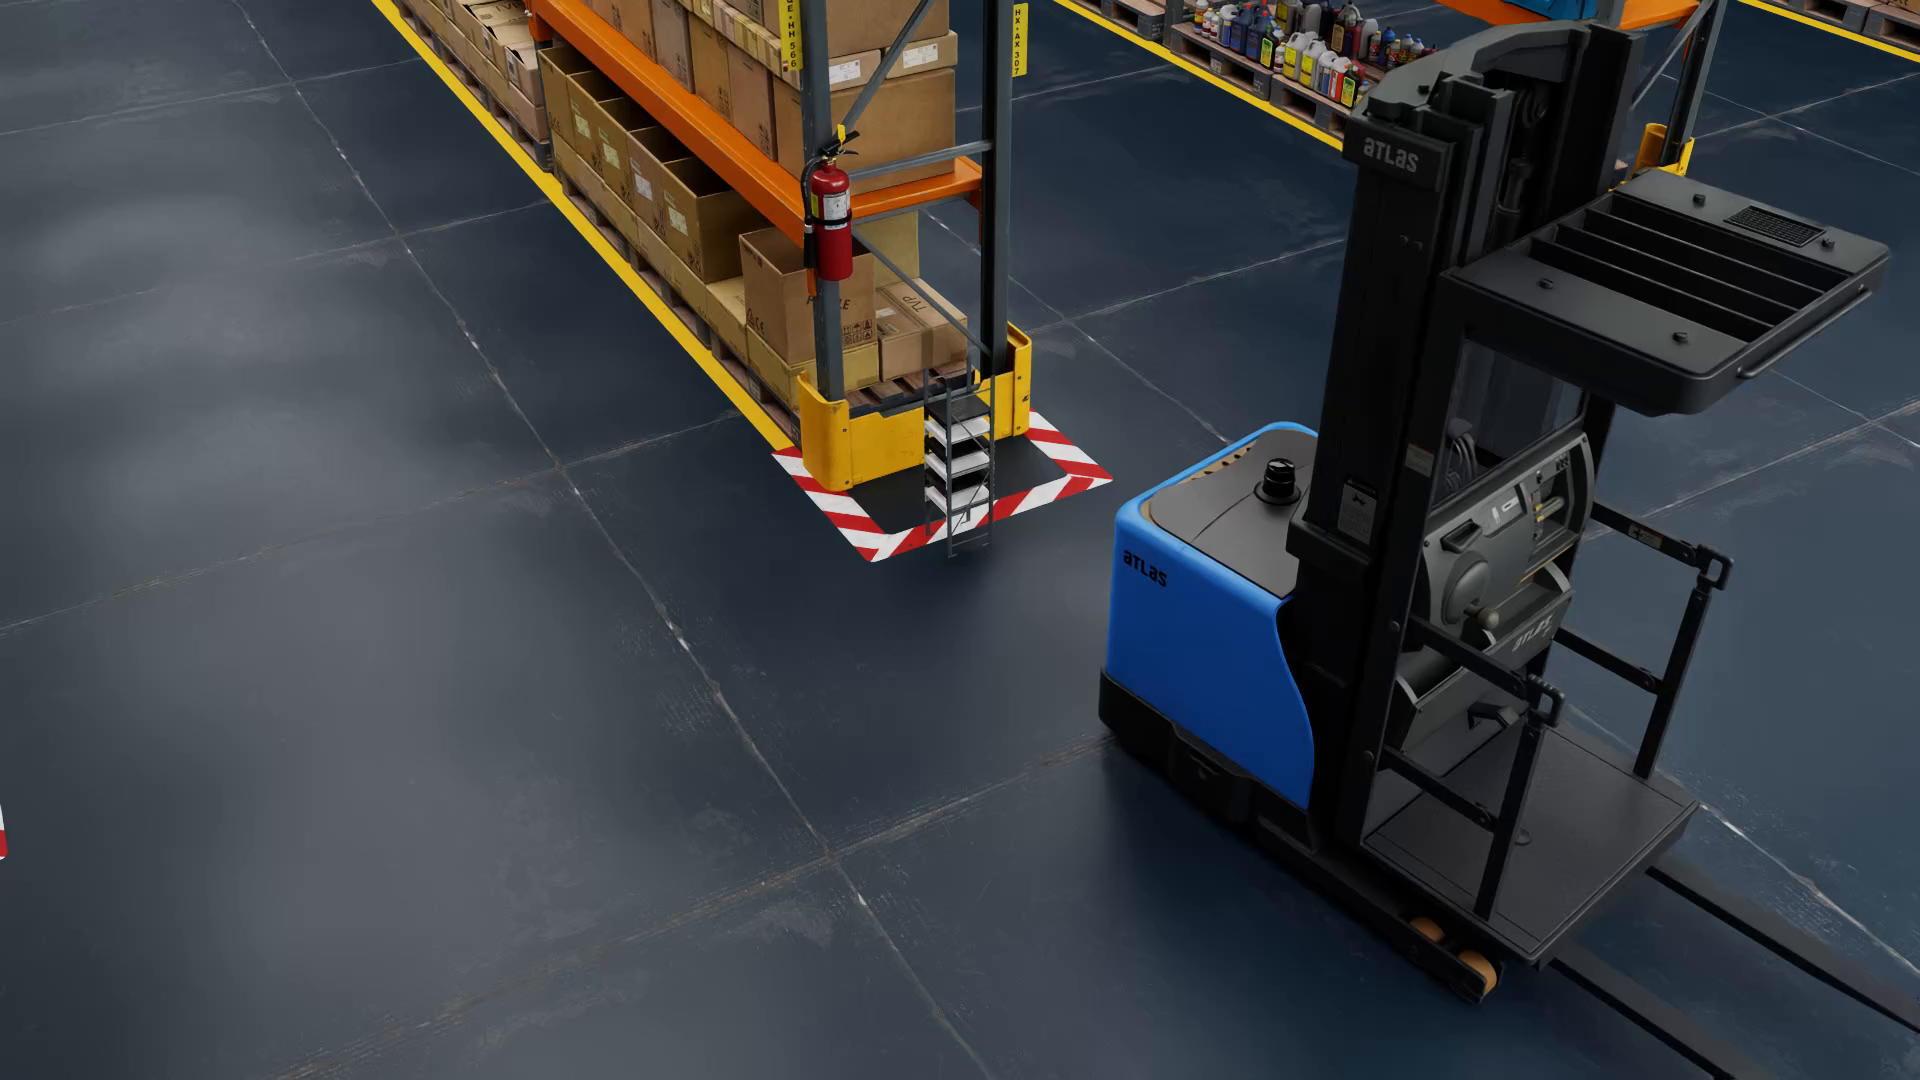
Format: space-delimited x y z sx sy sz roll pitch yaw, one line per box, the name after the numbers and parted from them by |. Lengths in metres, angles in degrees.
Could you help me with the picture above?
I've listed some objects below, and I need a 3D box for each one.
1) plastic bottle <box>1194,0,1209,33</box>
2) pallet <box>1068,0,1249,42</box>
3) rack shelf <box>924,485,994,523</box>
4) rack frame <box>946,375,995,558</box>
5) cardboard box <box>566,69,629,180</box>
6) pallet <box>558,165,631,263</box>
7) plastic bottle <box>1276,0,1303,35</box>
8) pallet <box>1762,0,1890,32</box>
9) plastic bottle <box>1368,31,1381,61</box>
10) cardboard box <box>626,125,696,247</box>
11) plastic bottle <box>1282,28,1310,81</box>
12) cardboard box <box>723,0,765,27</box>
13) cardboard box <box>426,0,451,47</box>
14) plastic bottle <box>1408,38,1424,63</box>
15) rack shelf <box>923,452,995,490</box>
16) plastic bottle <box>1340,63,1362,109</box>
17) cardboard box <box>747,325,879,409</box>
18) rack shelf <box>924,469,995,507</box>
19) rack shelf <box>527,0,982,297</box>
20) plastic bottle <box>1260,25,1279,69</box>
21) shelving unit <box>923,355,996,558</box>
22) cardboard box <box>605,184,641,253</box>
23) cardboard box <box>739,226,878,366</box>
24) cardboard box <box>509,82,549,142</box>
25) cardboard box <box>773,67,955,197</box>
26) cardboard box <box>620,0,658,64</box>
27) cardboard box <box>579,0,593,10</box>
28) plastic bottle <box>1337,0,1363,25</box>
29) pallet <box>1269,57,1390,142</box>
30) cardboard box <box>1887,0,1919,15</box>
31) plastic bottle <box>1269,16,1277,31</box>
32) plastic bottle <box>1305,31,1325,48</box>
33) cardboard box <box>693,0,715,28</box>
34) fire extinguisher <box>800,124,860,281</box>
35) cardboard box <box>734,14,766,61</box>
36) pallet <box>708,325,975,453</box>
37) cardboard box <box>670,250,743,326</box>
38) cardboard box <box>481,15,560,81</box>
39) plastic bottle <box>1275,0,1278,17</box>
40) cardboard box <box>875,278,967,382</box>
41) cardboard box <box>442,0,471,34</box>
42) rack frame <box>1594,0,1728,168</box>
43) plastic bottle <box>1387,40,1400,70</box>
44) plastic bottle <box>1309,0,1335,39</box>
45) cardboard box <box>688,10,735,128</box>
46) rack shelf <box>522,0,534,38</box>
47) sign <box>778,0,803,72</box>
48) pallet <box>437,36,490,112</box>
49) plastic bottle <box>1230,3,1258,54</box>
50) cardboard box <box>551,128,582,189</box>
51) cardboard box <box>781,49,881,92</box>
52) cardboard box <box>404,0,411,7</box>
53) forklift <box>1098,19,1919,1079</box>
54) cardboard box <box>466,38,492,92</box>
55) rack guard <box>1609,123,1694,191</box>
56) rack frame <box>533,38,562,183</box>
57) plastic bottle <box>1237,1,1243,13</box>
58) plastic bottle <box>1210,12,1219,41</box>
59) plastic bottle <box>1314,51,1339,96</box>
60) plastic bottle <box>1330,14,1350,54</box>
1.832 -3.993 12.614 0.097 0.271 0.097 0 36 0 | plastic bottle
1.622 -4.472 13.694 1.003 0.211 1.213 -19 40 -24 | pallet
-0.004 -0.195 7.616 0.258 0.077 0.200 -19 40 -24 | rack shelf
0.047 -0.316 7.419 0.240 0.900 0.006 -19 40 -24 | rack frame
-2.014 -2.523 10.001 0.500 0.500 0.500 -19 40 -24 | cardboard box
-1.871 -2.199 10.582 1.003 0.211 1.213 -19 40 -24 | pallet
2.499 -4.031 12.599 0.144 0.351 0.185 -19 40 -24 | plastic bottle
7.318 -4.596 13.864 1.003 0.211 1.213 -19 40 -24 | pallet
3.043 -3.615 12.156 0.097 0.201 0.097 0 36 0 | plastic bottle
-1.516 -2.012 9.301 0.500 0.500 0.500 -19 40 -24 | cardboard box
2.406 -3.470 11.830 0.144 0.351 0.185 -19 40 -24 | plastic bottle
-0.744 -2.803 7.860 0.700 0.500 0.500 -20 41 -25 | cardboard box
-3.715 -3.969 12.616 0.500 0.250 0.500 -20 41 -25 | cardboard box
3.247 -3.437 11.853 0.097 0.271 0.097 0 36 0 | plastic bottle
-0.004 -0.341 7.510 0.258 0.077 0.200 -19 40 -24 | rack shelf
2.684 -3.111 11.396 0.061 0.283 0.133 -18 40 -23 | plastic bottle
-0.749 -0.949 8.481 0.500 0.250 0.500 -19 40 -24 | cardboard box
-0.004 -0.268 7.563 0.258 0.077 0.200 -19 40 -24 | rack shelf
-1.229 -2.433 9.148 1.077 0.370 4.000 -19 40 -24 | rack shelf
2.239 -3.563 12.015 0.061 0.283 0.133 -17 39 -22 | plastic bottle
-0.004 -0.367 7.490 0.258 0.900 0.210 -19 40 -24 | shelving unit
-1.770 -1.963 9.870 0.500 0.250 0.500 -19 40 -24 | cardboard box
-0.751 -1.251 8.259 0.500 0.500 0.500 -19 40 -24 | cardboard box
-2.693 -2.928 11.191 0.500 0.250 0.500 -19 40 -24 | cardboard box
-0.448 -1.986 7.841 0.700 0.500 0.500 -19 40 -24 | cardboard box
-1.487 -3.035 9.278 0.700 0.500 0.500 -18 40 -23 | cardboard box
-2.006 -3.559 9.995 0.700 0.500 0.500 -20 41 -25 | cardboard box
2.882 -3.812 12.298 0.144 0.351 0.185 -19 40 -24 | plastic bottle
2.969 -3.105 11.823 1.003 0.211 1.213 -19 40 -24 | pallet
7.713 -4.415 13.015 0.500 0.500 0.500 -9 37 -12 | cardboard box
2.275 -3.712 12.230 0.097 0.271 0.097 0 36 0 | plastic bottle
2.521 -3.496 11.930 0.152 0.276 0.135 -19 40 -24 | plastic bottle
-1.099 -2.670 8.228 0.380 0.149 0.250 -18 40 -23 | cardboard box
-0.567 -1.474 7.291 0.296 0.674 0.183 -19 40 -24 | fire extinguisher
-0.843 -2.408 7.869 0.380 0.149 0.250 -20 40 -25 | cardboard box
-0.645 -0.955 8.879 1.003 0.211 1.213 -19 40 -24 | pallet
-1.264 -1.455 9.174 0.500 0.250 0.500 -19 40 -24 | cardboard box
-2.952 -3.414 11.381 0.500 0.311 0.500 -18 40 -23 | cardboard box
2.502 -4.164 12.908 0.097 0.201 0.097 0 36 0 | plastic bottle
-0.302 -1.102 8.691 0.500 0.250 0.500 -19 40 -24 | cardboard box
-3.450 -3.927 12.083 0.500 0.311 0.500 -19 40 -24 | cardboard box
4.060 -3.169 9.546 1.000 3.000 0.127 -19 40 -24 | rack frame
3.146 -3.510 12.013 0.097 0.201 0.097 0 36 0 | plastic bottle
2.720 -3.976 12.524 0.144 0.351 0.185 -21 41 -26 | plastic bottle
-0.960 -2.507 8.555 0.700 0.500 0.500 -19 40 -24 | cardboard box
-3.239 -4.473 11.941 1.077 0.370 4.000 -19 40 -24 | rack shelf
-0.701 -2.113 6.917 0.100 0.325 0.005 -19 40 -24 | sign
-3.255 -3.604 12.506 1.003 0.211 1.213 -19 40 -24 | pallet
2.097 -3.783 12.259 0.144 0.351 0.185 -18 40 -23 | plastic bottle
-2.263 -2.476 10.572 0.500 0.250 0.500 -19 40 -24 | cardboard box
-0.581 -2.144 7.508 0.380 0.149 0.250 -20 40 -25 | cardboard box
-4.235 -4.488 13.327 0.500 0.250 0.500 -19 40 -24 | cardboard box
1.909 0.027 5.227 1.130 2.935 3.031 -28 44 -32 | forklift
-3.203 -3.447 11.902 0.500 0.250 0.500 -18 40 -23 | cardboard box
3.981 -2.185 10.317 1.175 0.500 0.348 -19 40 -24 | rack guard
-2.234 -3.743 10.332 1.000 3.000 0.127 -19 40 -24 | rack frame
2.109 -3.873 12.439 0.061 0.283 0.133 -19 40 -24 | plastic bottle
1.934 -3.861 12.492 0.097 0.201 0.097 0 36 0 | plastic bottle
2.586 -3.261 11.608 0.152 0.276 0.135 -20 41 -25 | plastic bottle
2.806 -3.741 12.259 0.061 0.283 0.133 -19 40 -24 | plastic bottle
